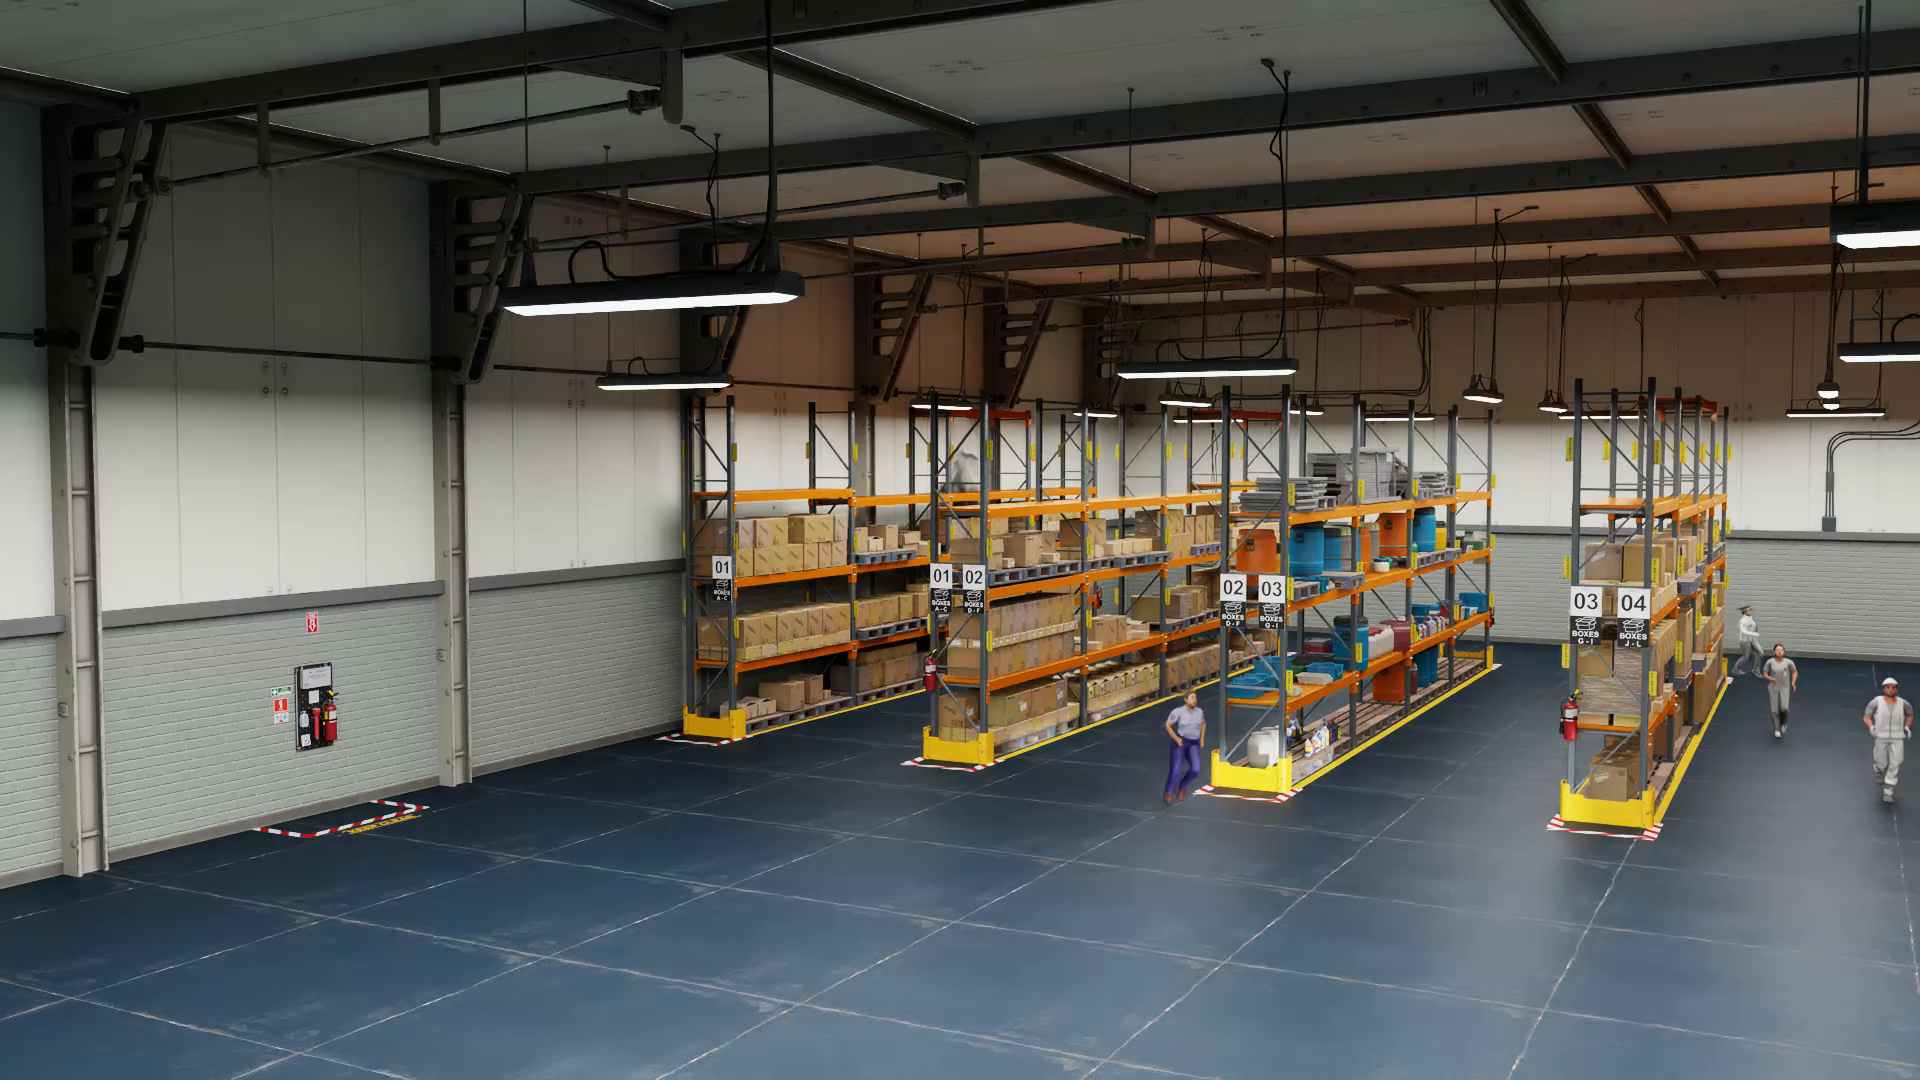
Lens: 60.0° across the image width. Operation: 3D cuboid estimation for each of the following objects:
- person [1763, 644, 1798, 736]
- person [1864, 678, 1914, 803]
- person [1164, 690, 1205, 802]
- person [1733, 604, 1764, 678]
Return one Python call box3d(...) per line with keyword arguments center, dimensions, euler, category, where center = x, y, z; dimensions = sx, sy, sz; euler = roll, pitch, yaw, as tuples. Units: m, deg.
box3d(center=(14.404, 2.642, 29.215), dimensions=(0.550, 1.633, 0.571), euler=(1, 3, 26), category="person")
box3d(center=(13.404, 2.866, 23.985), dimensions=(0.654, 1.760, 0.797), euler=(1, 3, 22), category="person")
box3d(center=(3.261, 2.956, 23.778), dimensions=(0.668, 1.581, 0.570), euler=(-1, 3, -13), category="person")
box3d(center=(17.462, 2.251, 36.957), dimensions=(0.617, 1.682, 0.675), euler=(-3, 4, -41), category="person")
